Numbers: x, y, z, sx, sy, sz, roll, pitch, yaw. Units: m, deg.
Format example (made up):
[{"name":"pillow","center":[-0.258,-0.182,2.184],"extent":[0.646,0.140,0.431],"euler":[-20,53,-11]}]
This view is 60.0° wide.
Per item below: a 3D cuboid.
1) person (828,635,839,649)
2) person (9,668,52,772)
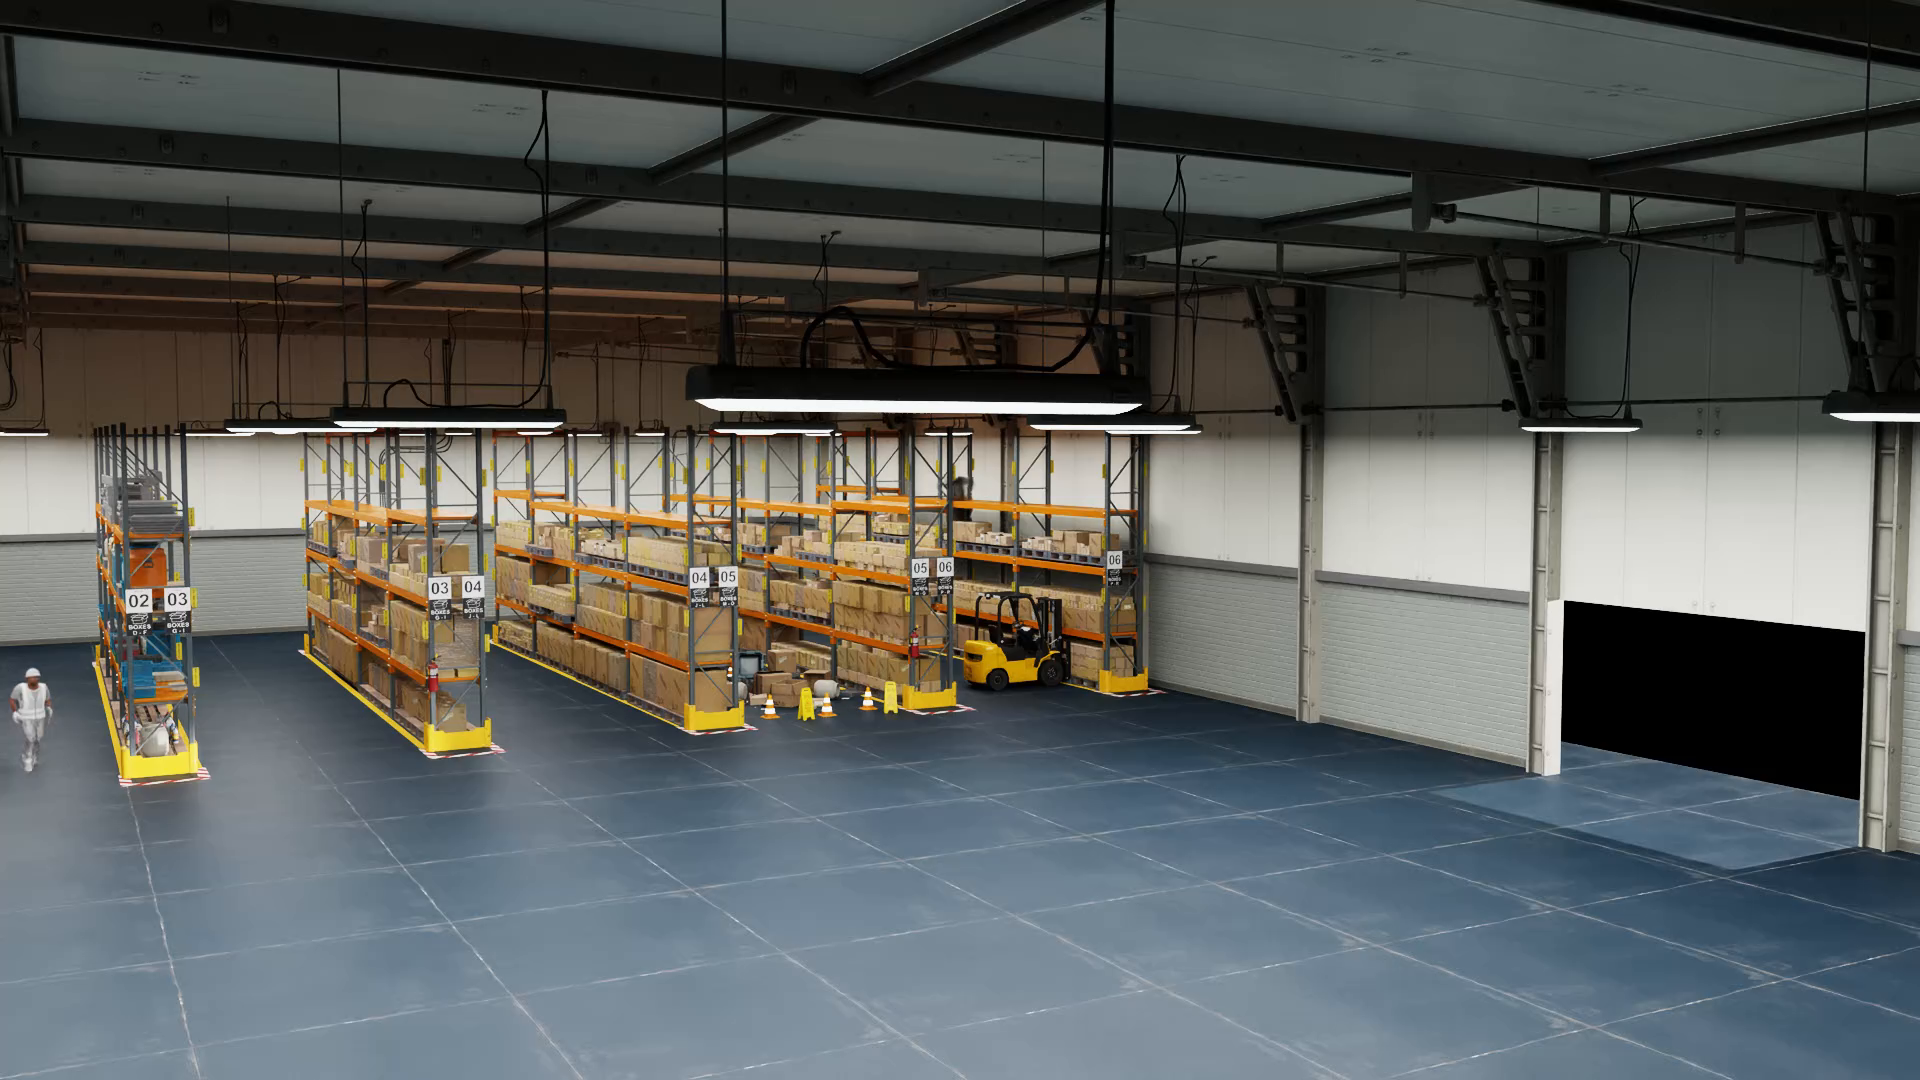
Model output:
[{"name":"person","center":[-3.387,2.289,44.102],"extent":[0.696,1.565,1.129],"euler":[0,3,-6]},{"name":"person","center":[-16.037,3.115,28.763],"extent":[0.817,1.810,0.597],"euler":[3,4,39]}]
